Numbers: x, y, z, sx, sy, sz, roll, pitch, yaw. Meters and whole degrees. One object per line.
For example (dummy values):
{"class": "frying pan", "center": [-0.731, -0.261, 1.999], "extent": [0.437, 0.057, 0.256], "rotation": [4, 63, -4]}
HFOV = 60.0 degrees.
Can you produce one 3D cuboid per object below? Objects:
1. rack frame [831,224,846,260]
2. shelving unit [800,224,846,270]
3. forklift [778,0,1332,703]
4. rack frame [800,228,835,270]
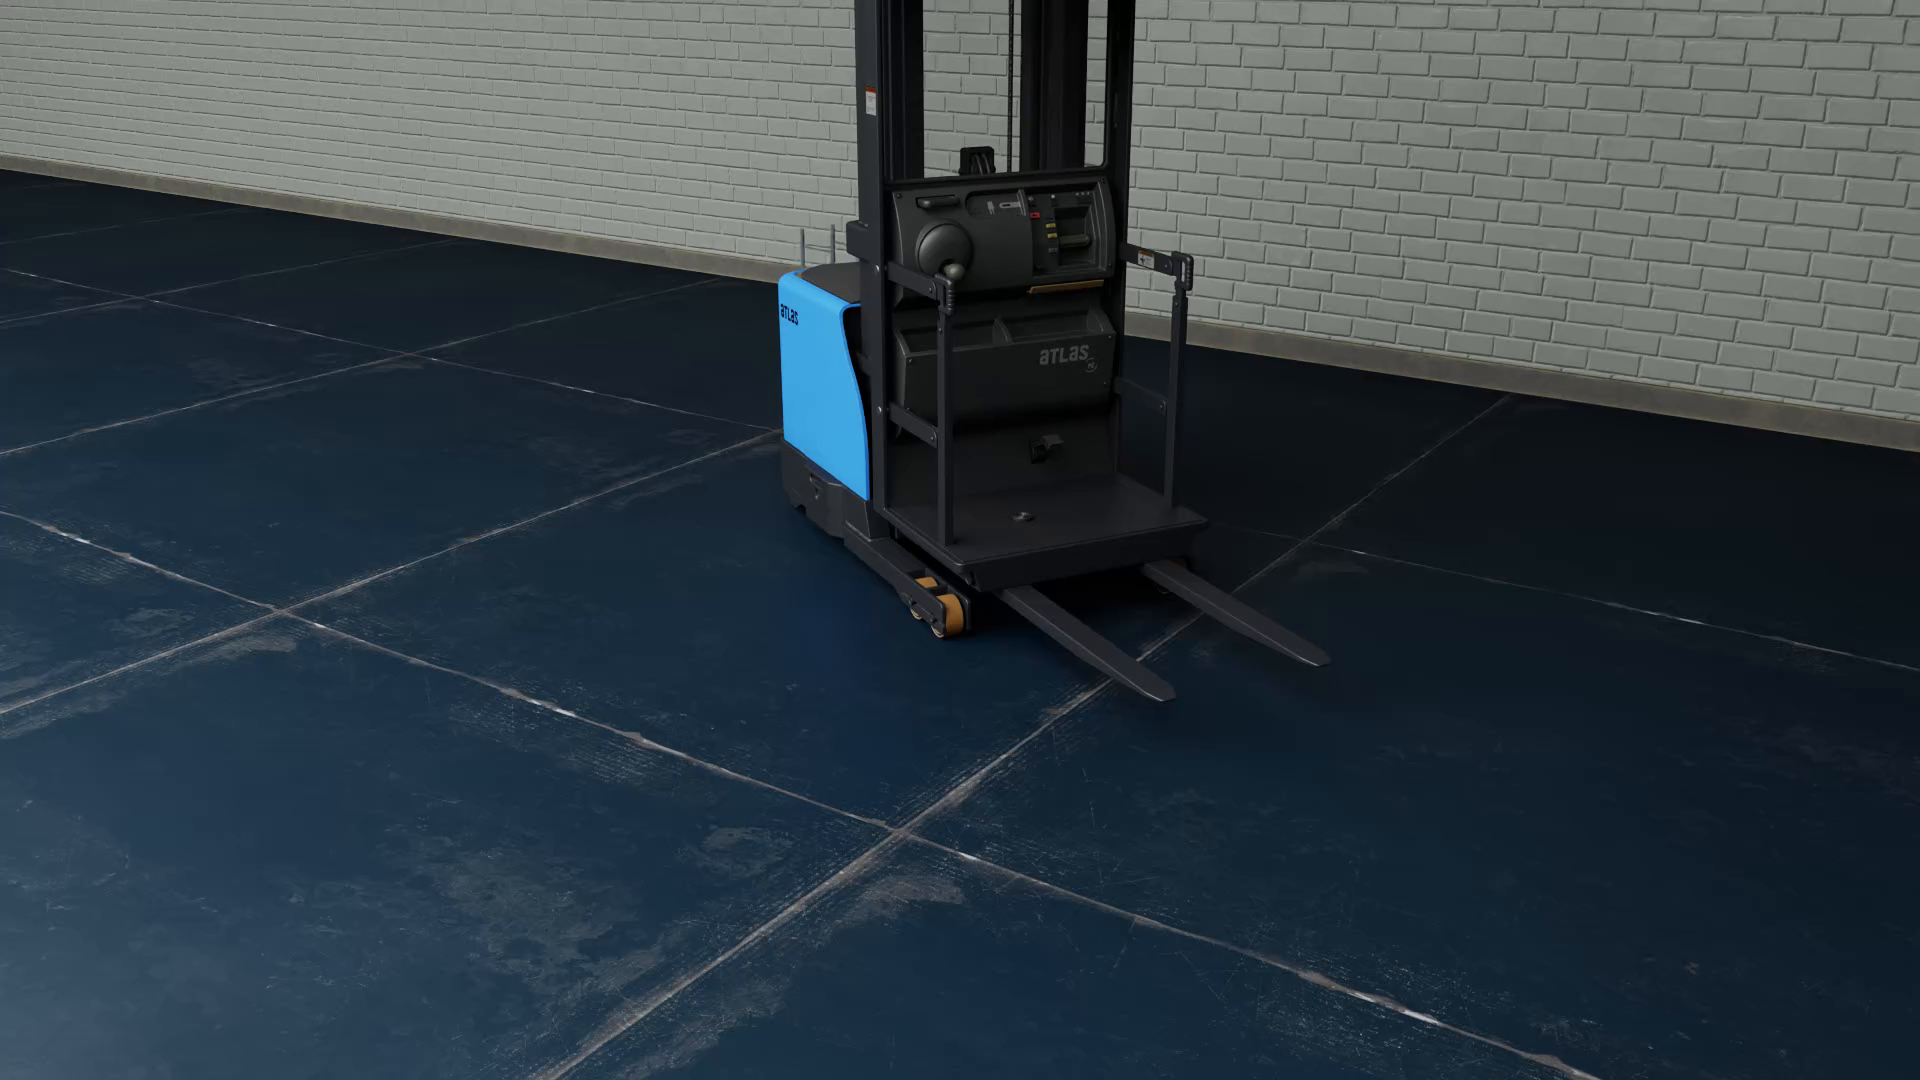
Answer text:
{"class": "rack frame", "center": [-0.526, -0.894, 7.952], "extent": [0.006, 1.200, 0.240], "rotation": [-18, 27, -40]}
{"class": "shelving unit", "center": [-0.592, -0.872, 7.893], "extent": [0.189, 1.200, 0.258], "rotation": [-18, 27, -40]}
{"class": "forklift", "center": [0.274, -1.179, 6.228], "extent": [1.130, 2.935, 3.031], "rotation": [-10, 22, -24]}
{"class": "rack frame", "center": [-0.658, -0.851, 7.834], "extent": [0.006, 1.200, 0.240], "rotation": [-18, 27, -40]}
